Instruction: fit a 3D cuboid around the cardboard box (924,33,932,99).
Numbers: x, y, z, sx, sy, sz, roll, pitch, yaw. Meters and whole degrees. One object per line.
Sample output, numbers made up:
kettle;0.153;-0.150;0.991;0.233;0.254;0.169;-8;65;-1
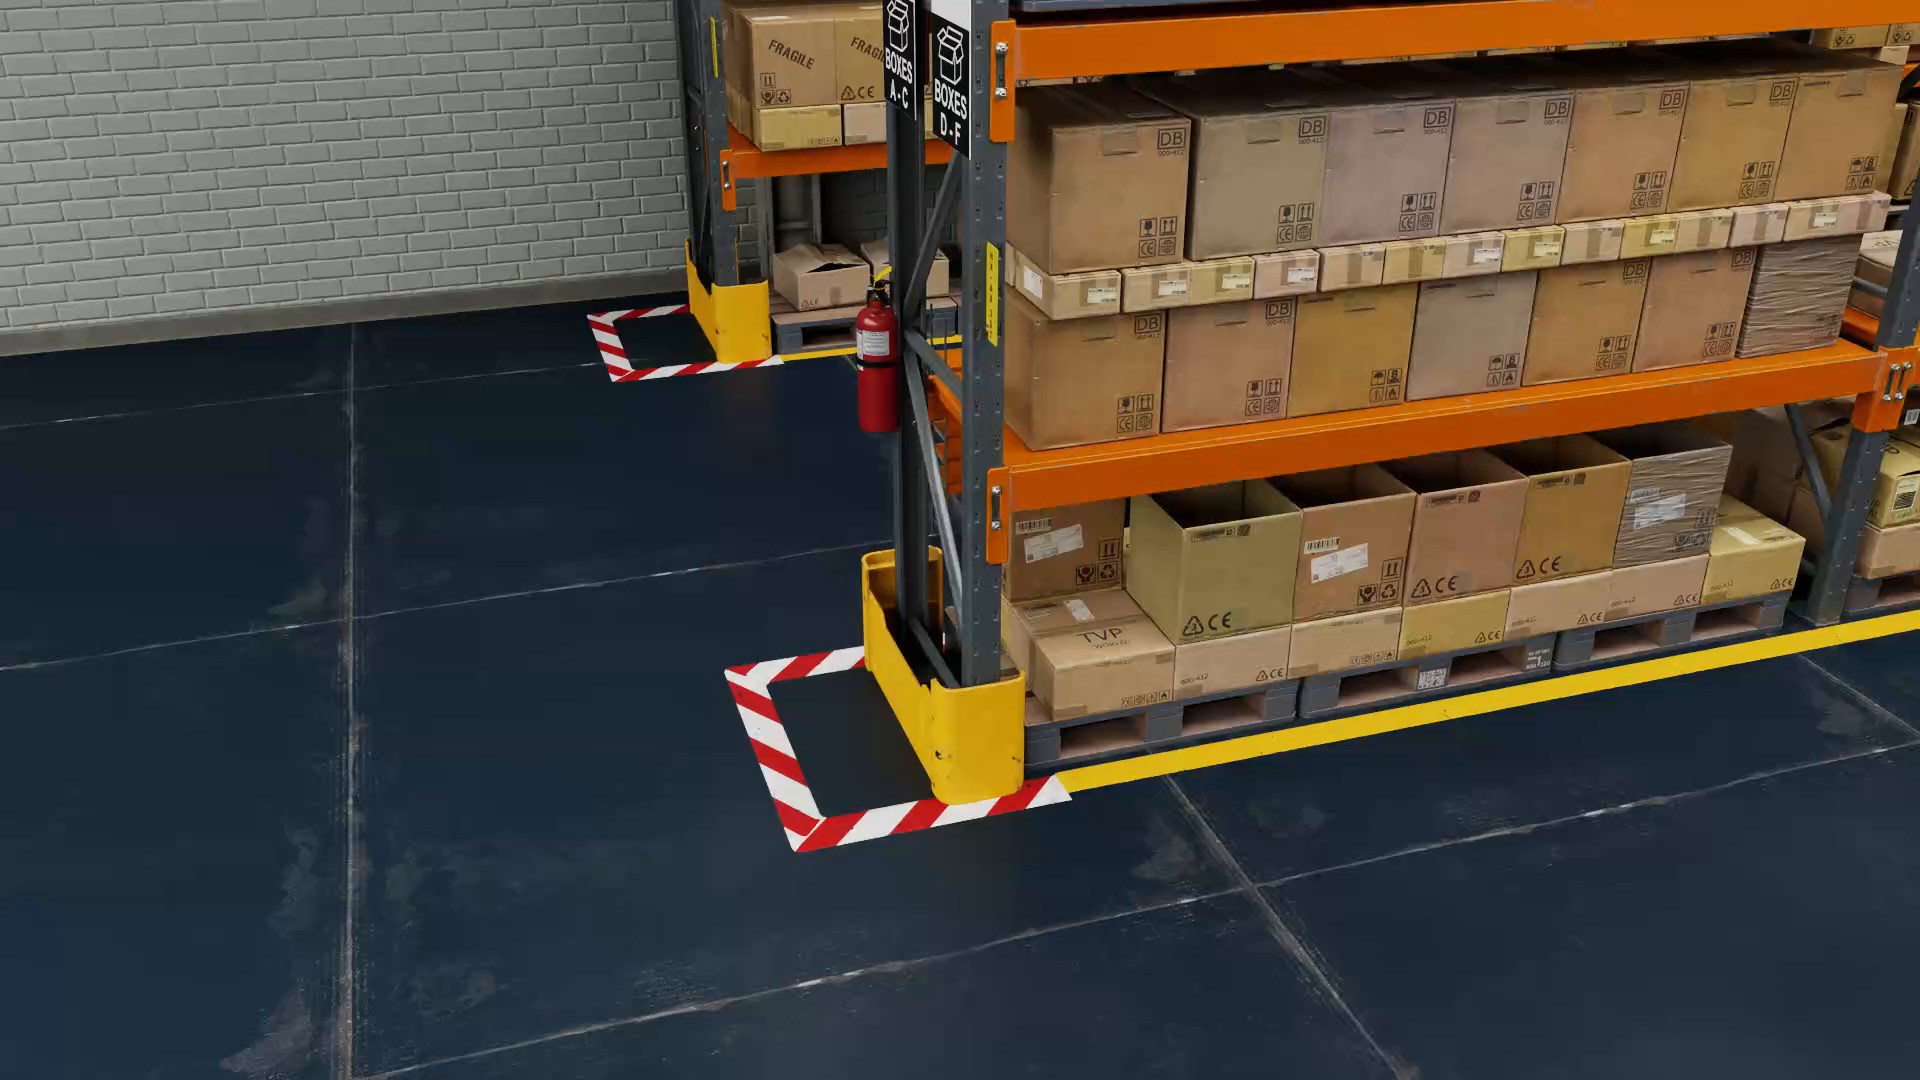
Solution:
cardboard box;-0.086;-3.057;10.337;0.500;0.500;0.500;-9;28;-18

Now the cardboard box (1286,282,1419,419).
cardboard box;1.358;-0.858;6.493;0.500;0.500;0.700;-8;28;-16

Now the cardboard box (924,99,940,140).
cardboard box;-0.062;-2.728;10.518;0.500;0.250;0.500;-9;28;-17

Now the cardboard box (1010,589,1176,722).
cardboard box;0.517;0.450;6.591;0.500;0.250;0.500;-8;28;-16

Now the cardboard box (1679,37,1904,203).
cardboard box;3.322;-1.727;6.784;0.500;0.500;0.700;-8;28;-16

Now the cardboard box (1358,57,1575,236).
cardboard box;1.890;-1.520;6.367;0.500;0.500;0.700;-8;28;-16

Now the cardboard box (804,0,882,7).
cardboard box;-0.735;-3.206;10.637;0.500;0.500;0.500;-8;27;-15

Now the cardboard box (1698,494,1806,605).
cardboard box;3.368;0.035;7.427;0.500;0.250;0.500;-8;28;-16

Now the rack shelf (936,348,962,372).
rack shelf;-0.014;-0.818;7.839;0.180;0.103;0.258;-8;28;-16

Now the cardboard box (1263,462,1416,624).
cardboard box;1.463;-0.030;6.714;0.500;0.500;0.500;-8;28;-16

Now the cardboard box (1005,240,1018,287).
cardboard box;0.242;-1.083;6.216;0.250;0.149;0.380;-9;28;-17

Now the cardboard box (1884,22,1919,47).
cardboard box;7.049;-4.024;12.512;0.500;0.500;0.500;-7;27;-14

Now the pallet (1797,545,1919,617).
pallet;4.430;-0.034;8.081;1.213;0.211;1.003;-8;28;-16

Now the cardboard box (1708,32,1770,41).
cardboard box;5.564;-3.983;12.292;0.500;0.500;0.700;-12;29;-22

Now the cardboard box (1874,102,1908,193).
cardboard box;6.747;-3.081;13.028;0.750;0.750;0.750;-9;28;-17

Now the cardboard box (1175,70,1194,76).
cardboard box;1.377;-3.270;10.766;0.500;0.500;0.500;-8;28;-16

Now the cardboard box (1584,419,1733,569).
cardboard box;2.889;-0.237;7.131;0.500;0.500;0.500;-8;28;-16

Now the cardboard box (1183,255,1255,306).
cardboard box;0.866;-0.984;6.016;0.250;0.149;0.380;-8;28;-16

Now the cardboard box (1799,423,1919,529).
cardboard box;4.212;-0.324;7.519;0.500;0.311;0.500;-8;28;-16

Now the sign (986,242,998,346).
sign;0.104;-0.802;5.429;0.005;0.325;0.100;-8;28;-16

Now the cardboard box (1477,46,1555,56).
cardboard box;3.848;-3.734;11.791;0.500;0.500;0.700;-5;27;-9

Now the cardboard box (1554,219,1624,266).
cardboard box;2.342;-1.198;6.448;0.250;0.149;0.380;-7;27;-15

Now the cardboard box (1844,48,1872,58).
cardboard box;6.634;-3.685;12.559;0.250;0.149;0.380;-8;27;-15

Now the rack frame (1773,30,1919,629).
rack frame;3.742;-1.165;7.223;0.127;3.000;1.000;-8;28;-16

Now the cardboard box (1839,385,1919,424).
cardboard box;4.531;-0.624;8.123;0.500;0.311;0.500;-7;27;-15

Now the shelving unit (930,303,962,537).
shelving unit;-0.014;-0.535;7.979;0.189;1.200;0.258;-8;28;-16

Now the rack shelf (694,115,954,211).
rack shelf;0.302;-2.661;11.046;4.000;0.370;1.077;-8;28;-16

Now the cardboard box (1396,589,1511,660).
cardboard box;1.944;0.244;7.006;0.500;0.250;0.500;-8;28;-16

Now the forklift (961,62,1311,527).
forklift;1.516;-1.776;8.532;3.031;2.935;1.130;-15;30;-28

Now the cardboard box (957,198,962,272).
cardboard box;0.341;-2.001;11.224;0.500;0.500;0.700;-10;28;-19

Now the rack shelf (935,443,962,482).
rack shelf;-0.014;-0.388;8.052;0.180;0.103;0.258;-8;28;-16

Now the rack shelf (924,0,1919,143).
rack shelf;1.840;-1.911;6.162;4.000;0.370;1.077;-8;28;-16

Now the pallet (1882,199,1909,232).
pallet;6.780;-2.637;13.325;1.213;0.211;1.003;-8;28;-16

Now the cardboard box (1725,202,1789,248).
cardboard box;3.065;-1.302;6.657;0.250;0.149;0.380;-9;28;-18

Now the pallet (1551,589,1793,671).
pallet;2.972;0.176;7.658;1.213;0.211;1.003;-8;28;-16

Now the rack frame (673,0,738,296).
rack frame;-1.599;-2.708;10.332;0.127;3.000;1.000;-8;28;-16

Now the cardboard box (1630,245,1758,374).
cardboard box;2.822;-1.071;6.921;0.500;0.500;0.700;-9;28;-17

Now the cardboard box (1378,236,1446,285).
cardboard box;1.602;-1.091;6.232;0.250;0.149;0.380;-9;28;-17

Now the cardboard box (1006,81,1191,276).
cardboard box;0.436;-1.306;5.936;0.500;0.500;0.700;-8;28;-16

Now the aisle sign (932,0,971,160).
aisle sign;-0.029;-1.640;5.257;0.004;0.787;0.394;-8;28;-16
